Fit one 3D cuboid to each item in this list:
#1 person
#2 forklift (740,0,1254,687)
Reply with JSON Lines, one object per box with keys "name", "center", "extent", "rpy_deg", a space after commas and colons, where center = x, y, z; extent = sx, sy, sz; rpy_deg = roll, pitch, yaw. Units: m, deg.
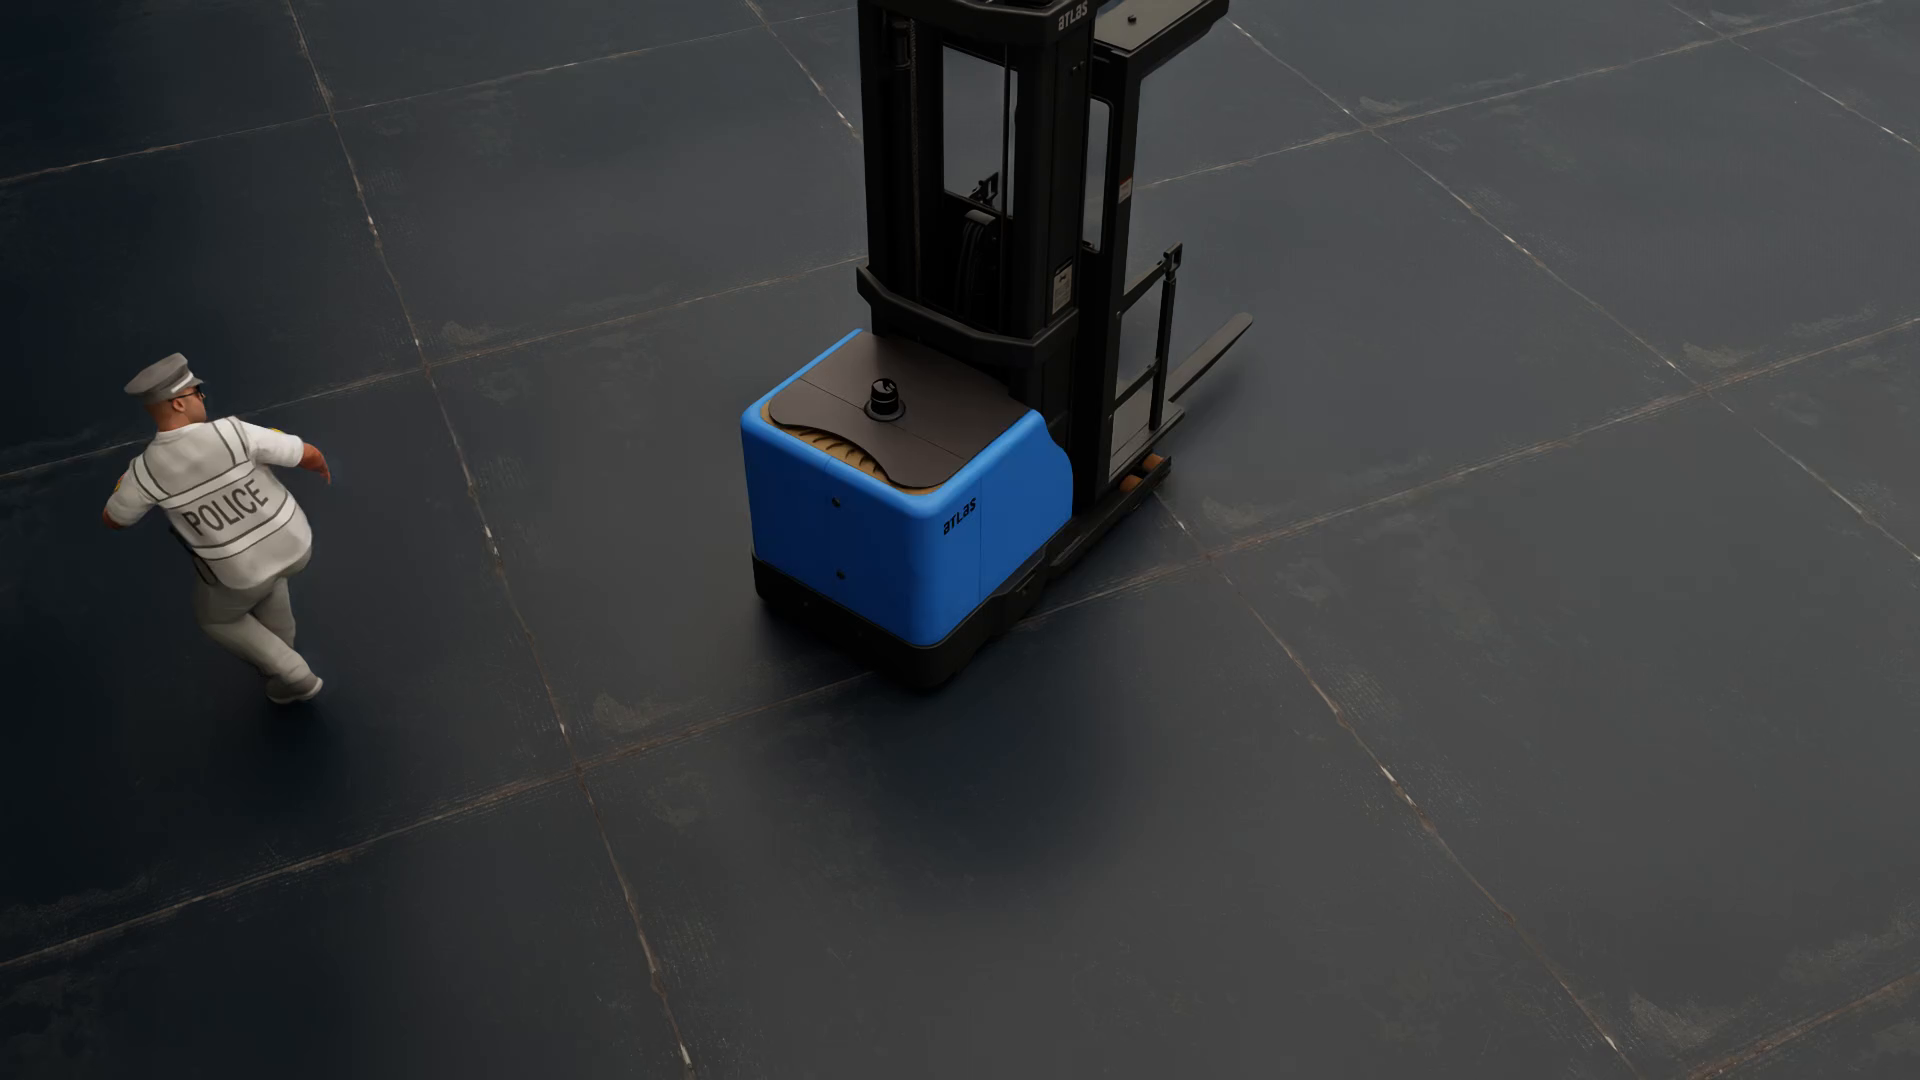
{"name": "person", "center": [-2.936, -0.081, 6.713], "extent": [0.819, 1.646, 0.862], "rpy_deg": [34, 53, 31]}
{"name": "forklift", "center": [0.369, -1.403, 7.184], "extent": [1.130, 2.935, 3.031], "rpy_deg": [27, 50, 26]}
